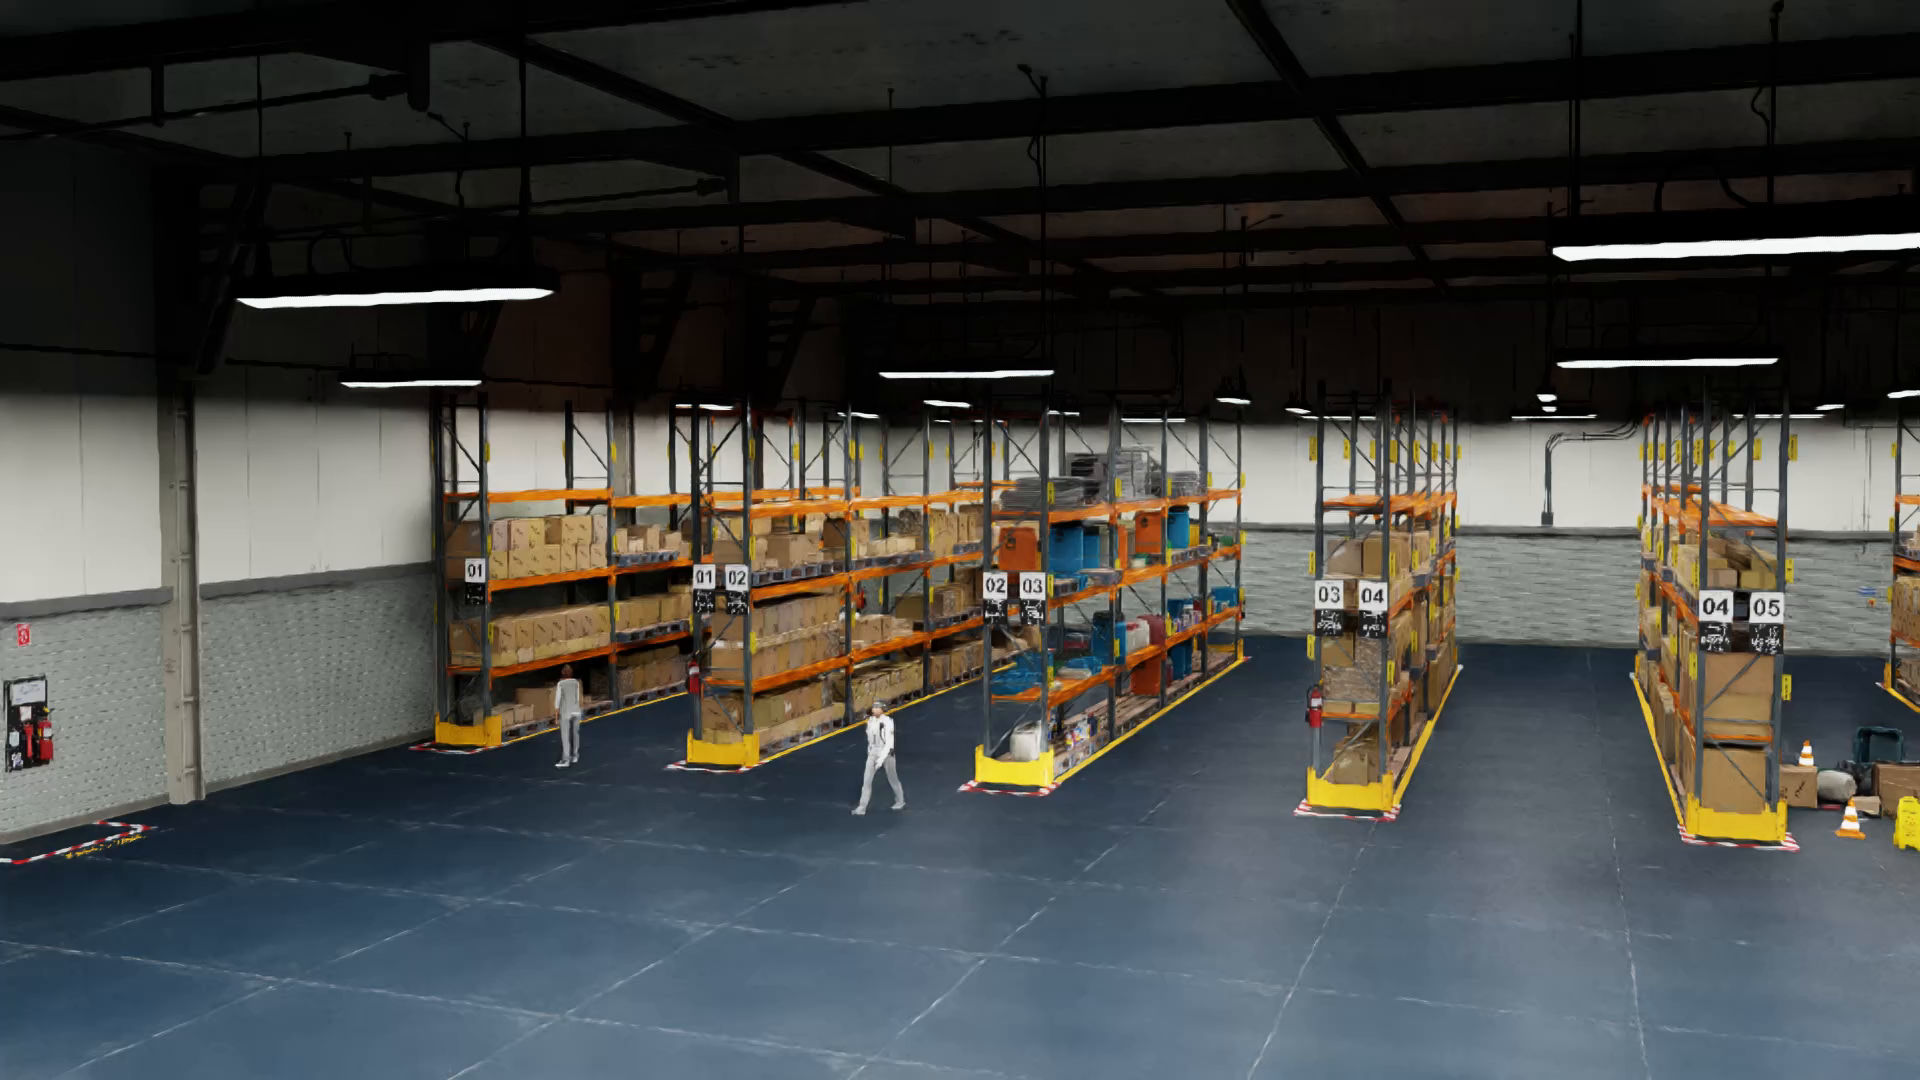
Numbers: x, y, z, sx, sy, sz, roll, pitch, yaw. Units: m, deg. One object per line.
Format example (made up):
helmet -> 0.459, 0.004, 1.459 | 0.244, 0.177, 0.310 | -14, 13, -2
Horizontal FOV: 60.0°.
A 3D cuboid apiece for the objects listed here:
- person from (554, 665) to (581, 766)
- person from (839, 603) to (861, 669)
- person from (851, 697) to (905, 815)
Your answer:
person -> -6.249, 2.783, 26.462 | 0.467, 1.599, 0.449 | -2, 4, -39
person -> -2.418, 2.201, 36.690 | 0.719, 1.713, 0.578 | 1, 3, 18
person -> -1.095, 2.953, 22.914 | 0.482, 1.621, 0.997 | 2, 3, 29
